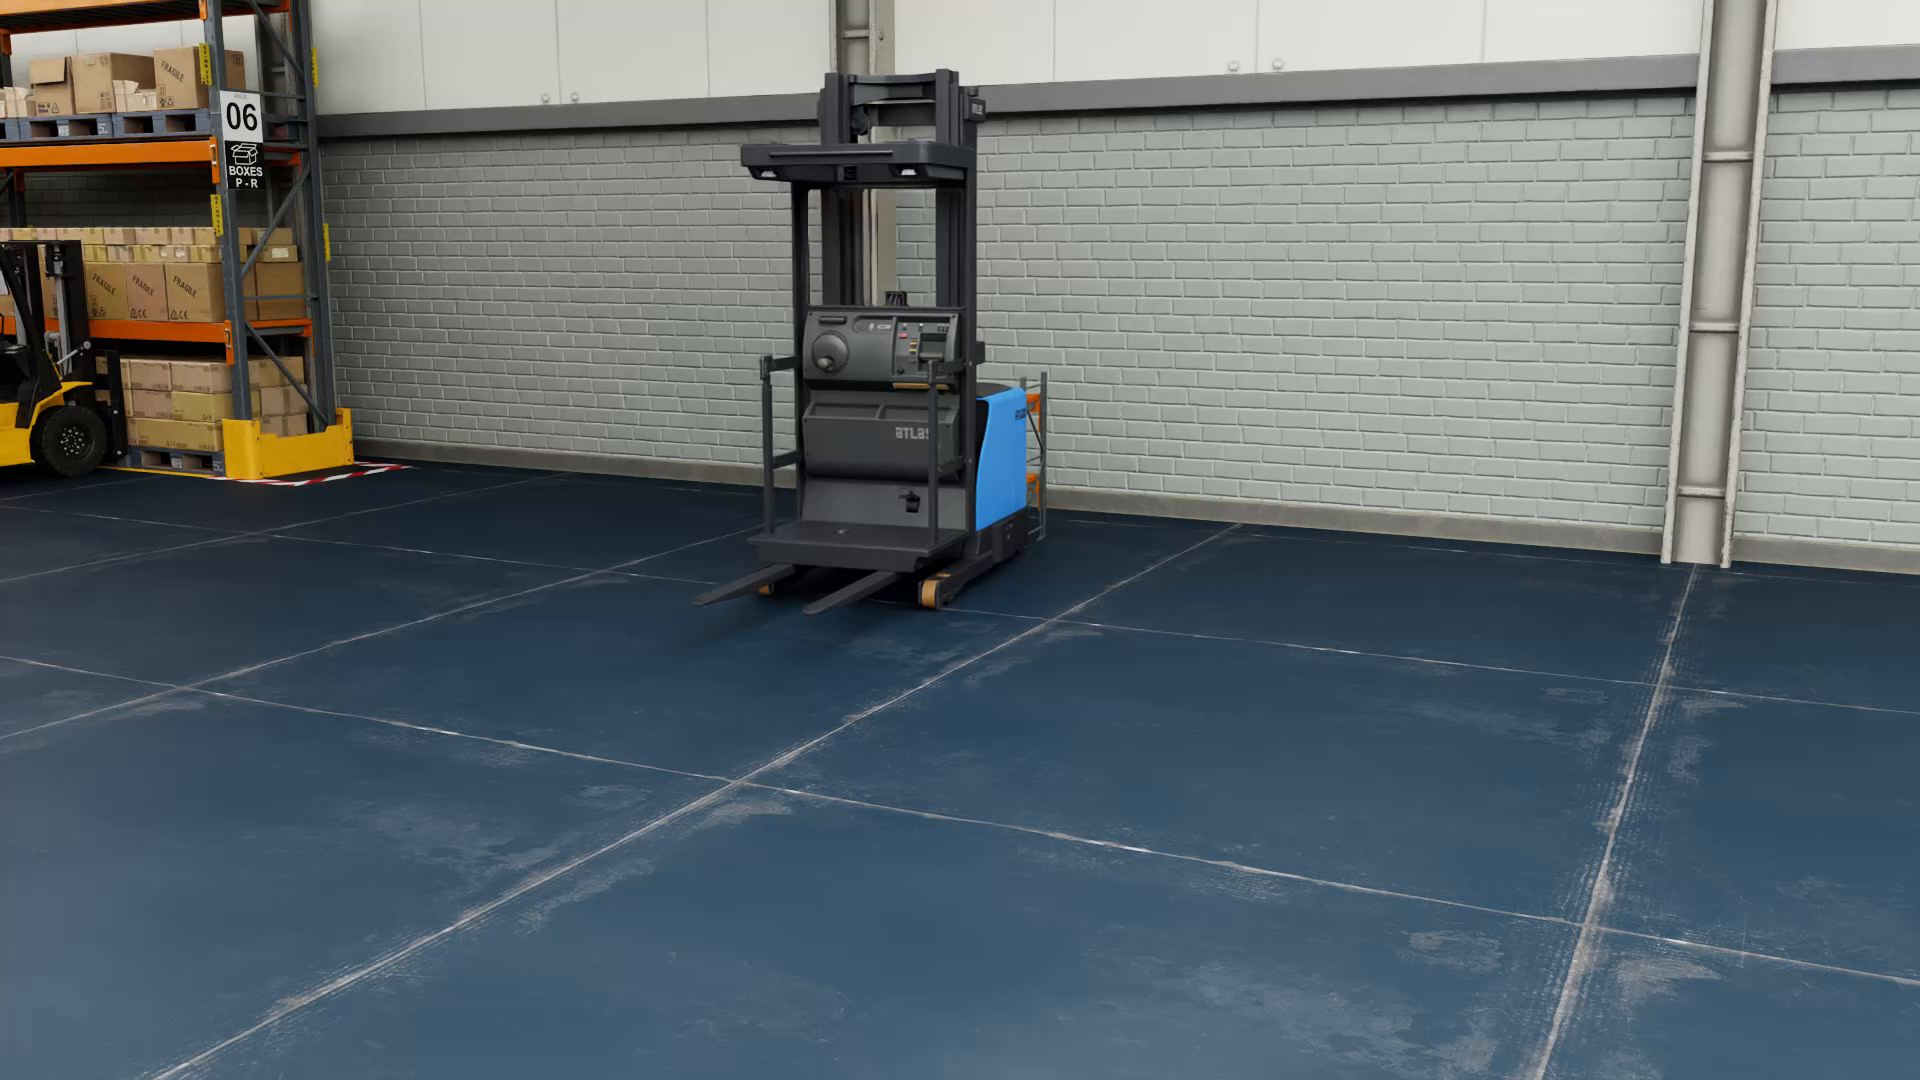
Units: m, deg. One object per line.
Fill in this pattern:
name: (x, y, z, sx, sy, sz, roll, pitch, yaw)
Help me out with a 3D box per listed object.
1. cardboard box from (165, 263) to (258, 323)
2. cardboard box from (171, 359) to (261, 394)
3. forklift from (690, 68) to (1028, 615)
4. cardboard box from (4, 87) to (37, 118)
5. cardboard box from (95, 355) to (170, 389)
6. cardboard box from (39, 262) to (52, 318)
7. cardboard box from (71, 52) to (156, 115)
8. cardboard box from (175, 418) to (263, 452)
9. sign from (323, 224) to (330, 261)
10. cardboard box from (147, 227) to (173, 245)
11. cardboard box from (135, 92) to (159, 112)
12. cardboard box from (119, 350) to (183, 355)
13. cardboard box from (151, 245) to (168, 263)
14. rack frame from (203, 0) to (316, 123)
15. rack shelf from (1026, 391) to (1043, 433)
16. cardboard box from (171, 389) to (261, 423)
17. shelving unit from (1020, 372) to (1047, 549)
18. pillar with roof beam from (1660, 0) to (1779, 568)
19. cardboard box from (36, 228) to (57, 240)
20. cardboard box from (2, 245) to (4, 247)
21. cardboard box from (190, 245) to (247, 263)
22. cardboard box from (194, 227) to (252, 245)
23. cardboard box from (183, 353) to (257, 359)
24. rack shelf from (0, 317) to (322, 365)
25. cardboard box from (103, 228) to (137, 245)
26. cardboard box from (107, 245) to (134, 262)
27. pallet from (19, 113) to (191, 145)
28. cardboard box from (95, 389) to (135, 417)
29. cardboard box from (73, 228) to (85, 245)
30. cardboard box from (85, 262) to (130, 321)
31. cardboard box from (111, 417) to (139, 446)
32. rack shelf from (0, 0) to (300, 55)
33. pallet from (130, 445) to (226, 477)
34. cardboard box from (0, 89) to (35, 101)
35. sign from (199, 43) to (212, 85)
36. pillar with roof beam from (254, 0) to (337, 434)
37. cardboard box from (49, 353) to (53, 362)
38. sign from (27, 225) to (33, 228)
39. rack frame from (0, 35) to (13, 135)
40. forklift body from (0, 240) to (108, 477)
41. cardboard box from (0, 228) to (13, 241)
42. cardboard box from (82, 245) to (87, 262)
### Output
cardboard box: (-6.447, -2.136, 14.327, 0.500, 0.500, 0.500, 5, 11, 25)
cardboard box: (-6.441, -1.422, 14.397, 0.500, 0.250, 0.500, 5, 12, 28)
forklift: (-0.526, -1.143, 9.315, 1.130, 2.935, 3.031, 4, 11, 19)
cardboard box: (-8.280, -3.905, 14.879, 0.258, 0.266, 0.396, 5, 11, 24)
cardboard box: (-7.358, -1.499, 14.825, 0.500, 0.250, 0.500, 5, 11, 27)
cardboard box: (-8.266, -2.299, 15.231, 0.500, 0.500, 0.500, 5, 11, 25)
cardboard box: (-7.269, -3.963, 14.543, 0.500, 0.500, 0.700, 5, 11, 26)
cardboard box: (-6.451, -0.930, 14.487, 0.500, 0.250, 0.500, 5, 11, 26)
sign: (-5.639, -2.643, 14.757, 0.005, 0.325, 0.100, 5, 11, 26)
cardboard box: (-6.786, -2.630, 14.400, 0.250, 0.149, 0.380, 5, 12, 27)
cardboard box: (-6.767, -3.715, 14.155, 0.250, 0.149, 0.380, 5, 11, 24)
cardboard box: (-7.587, -1.625, 15.519, 0.500, 0.250, 0.500, 5, 11, 25)
cardboard box: (-6.773, -2.486, 14.443, 0.250, 0.149, 0.380, 5, 12, 27)
rack frame: (-5.890, -5.042, 13.819, 0.127, 3.000, 1.000, 5, 11, 26)
rack shelf: (0.007, -0.853, 11.143, 1.000, 0.278, 0.538, 4, 11, 20)
cardboard box: (-6.465, -1.178, 14.453, 0.500, 0.250, 0.500, 5, 11, 25)
shelving unit: (0.007, -0.565, 11.196, 1.048, 1.125, 0.538, 4, 11, 20)
pillar with roof beam: (2.741, -3.607, 5.894, 0.400, 9.000, 9.100, 5, 11, 26)
cardboard box: (-8.132, -2.758, 15.110, 0.250, 0.149, 0.380, 5, 11, 26)
cardboard box: (-8.640, -2.639, 15.284, 0.250, 0.149, 0.380, 5, 12, 27)
cardboard box: (-6.325, -2.441, 14.191, 0.250, 0.149, 0.380, 5, 11, 27)
cardboard box: (-6.304, -2.599, 14.230, 0.250, 0.149, 0.380, 5, 11, 26)
cardboard box: (-6.687, -1.542, 15.063, 0.500, 0.250, 0.500, 5, 11, 26)
rack shelf: (-7.683, -1.893, 15.288, 4.000, 0.370, 1.077, 5, 11, 26)
cardboard box: (-7.259, -2.664, 14.590, 0.250, 0.149, 0.380, 5, 12, 27)
cardboard box: (-7.250, -2.521, 14.635, 0.250, 0.149, 0.380, 5, 11, 24)
pallet: (-7.611, -3.678, 14.955, 1.213, 0.211, 1.003, 5, 11, 26)
cardboard box: (-7.382, -1.256, 14.887, 0.500, 0.250, 0.500, 5, 11, 25)
cardboard box: (-7.683, -2.719, 14.893, 0.250, 0.149, 0.380, 5, 11, 27)
cardboard box: (-7.368, -2.218, 14.784, 0.500, 0.500, 0.500, 5, 11, 25)
cardboard box: (-7.337, -1.011, 14.937, 0.500, 0.250, 0.500, 5, 11, 26)
rack shelf: (-7.683, -4.648, 14.790, 4.000, 0.370, 1.077, 5, 11, 26)
pallet: (-6.594, -0.771, 14.898, 1.213, 0.211, 1.003, 5, 11, 26)
cardboard box: (-8.839, -3.988, 15.212, 0.500, 0.311, 0.500, 5, 12, 27)
sign: (-6.142, -3.877, 13.542, 0.005, 0.325, 0.100, 5, 11, 26)
pillar with roof beam: (-8.020, -4.553, 11.119, 0.400, 9.000, 9.100, 5, 11, 26)
cardboard box: (-8.277, -1.583, 15.288, 0.500, 0.250, 0.500, 5, 12, 28)
sign: (-9.233, -2.959, 16.501, 0.005, 0.325, 0.100, 5, 11, 26)
rack frame: (-9.477, -5.357, 15.561, 0.127, 3.000, 1.000, 5, 11, 26)
forklift body: (-8.398, -1.530, 13.645, 1.214, 2.155, 2.313, 5, 11, 26)
cardboard box: (-8.630, -2.786, 15.261, 0.250, 0.149, 0.380, 5, 12, 27)
cardboard box: (-7.670, -2.572, 14.916, 0.250, 0.149, 0.380, 5, 11, 25)
